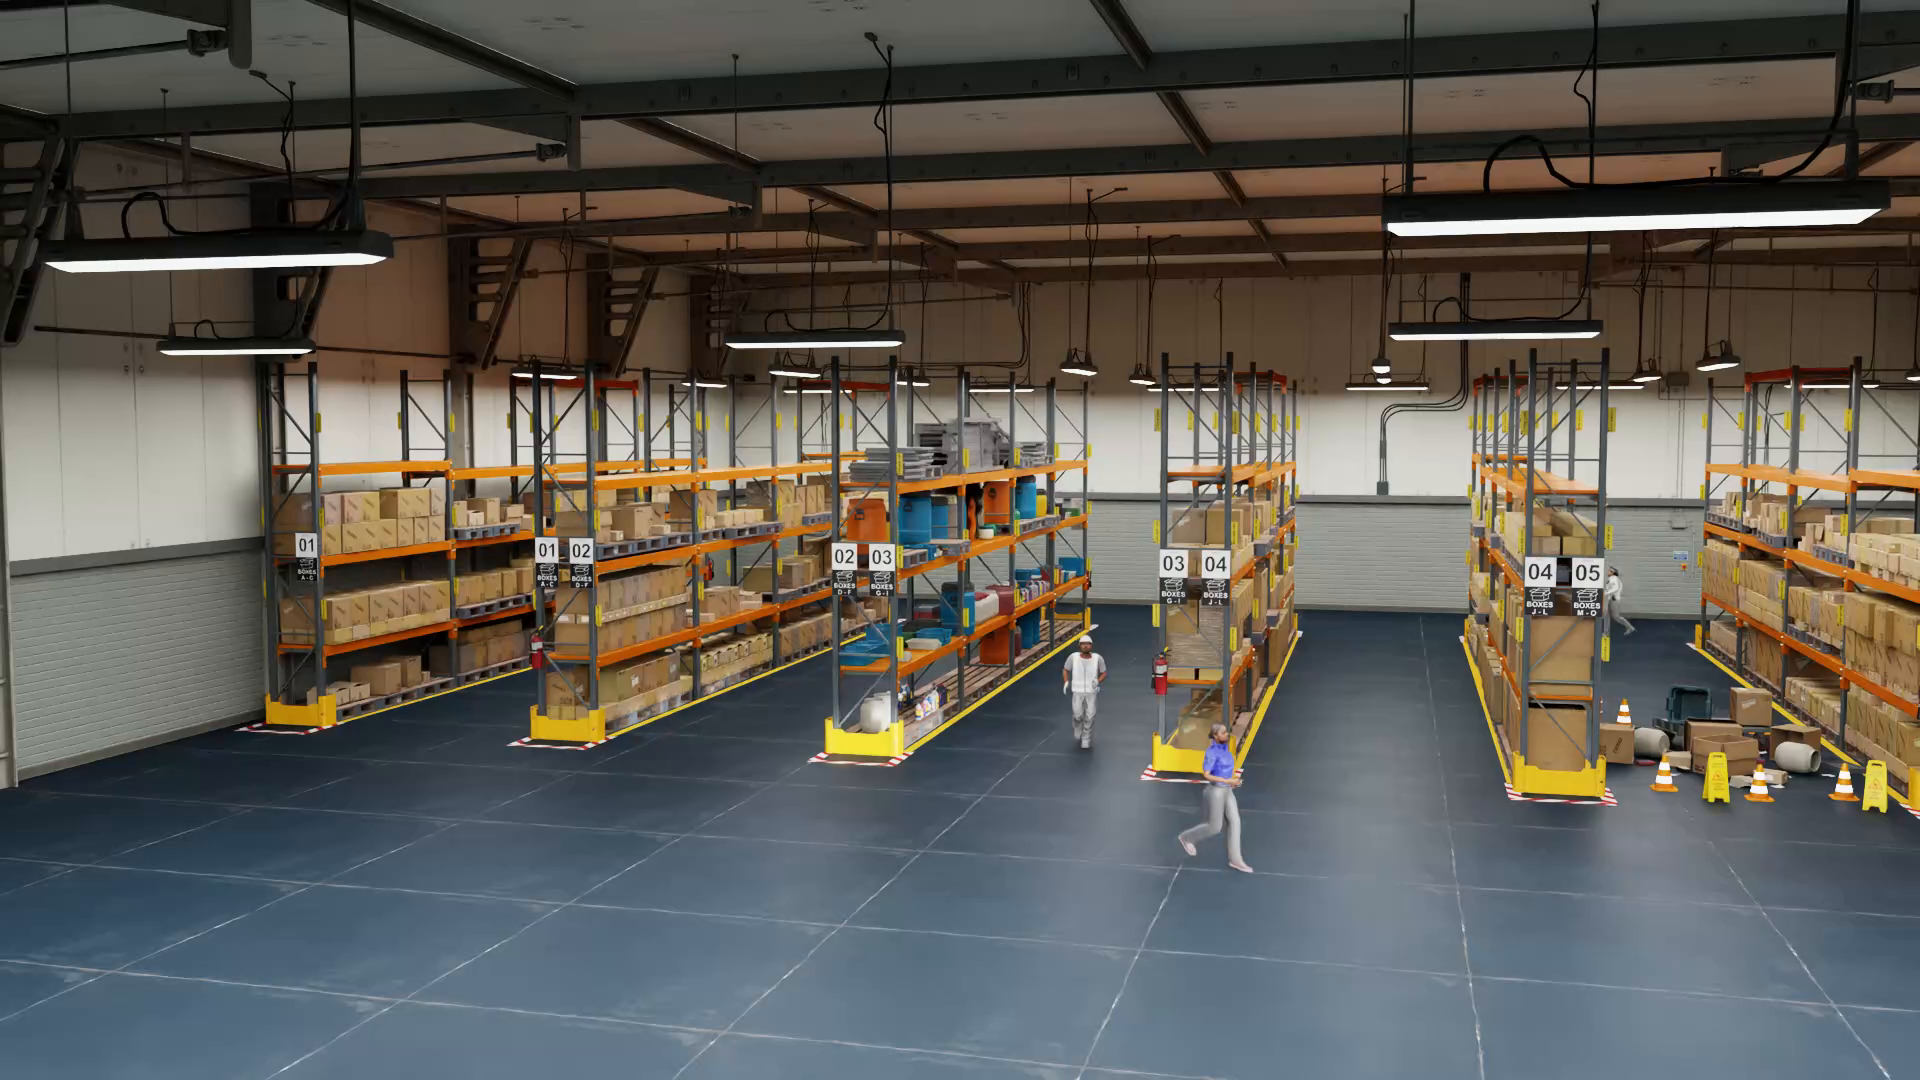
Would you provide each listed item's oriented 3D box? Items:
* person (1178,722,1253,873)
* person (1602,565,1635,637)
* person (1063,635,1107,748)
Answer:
[{"bbox_3d":[2.886,2.865,18.674,0.892,1.654,0.581,3,5,36],"label":"person"},{"bbox_3d":[15.241,1.448,38.566,0.806,1.732,0.610,1,4,19],"label":"person"},{"bbox_3d":[1.920,2.335,25.572,0.683,1.734,0.592,0,4,4],"label":"person"}]
